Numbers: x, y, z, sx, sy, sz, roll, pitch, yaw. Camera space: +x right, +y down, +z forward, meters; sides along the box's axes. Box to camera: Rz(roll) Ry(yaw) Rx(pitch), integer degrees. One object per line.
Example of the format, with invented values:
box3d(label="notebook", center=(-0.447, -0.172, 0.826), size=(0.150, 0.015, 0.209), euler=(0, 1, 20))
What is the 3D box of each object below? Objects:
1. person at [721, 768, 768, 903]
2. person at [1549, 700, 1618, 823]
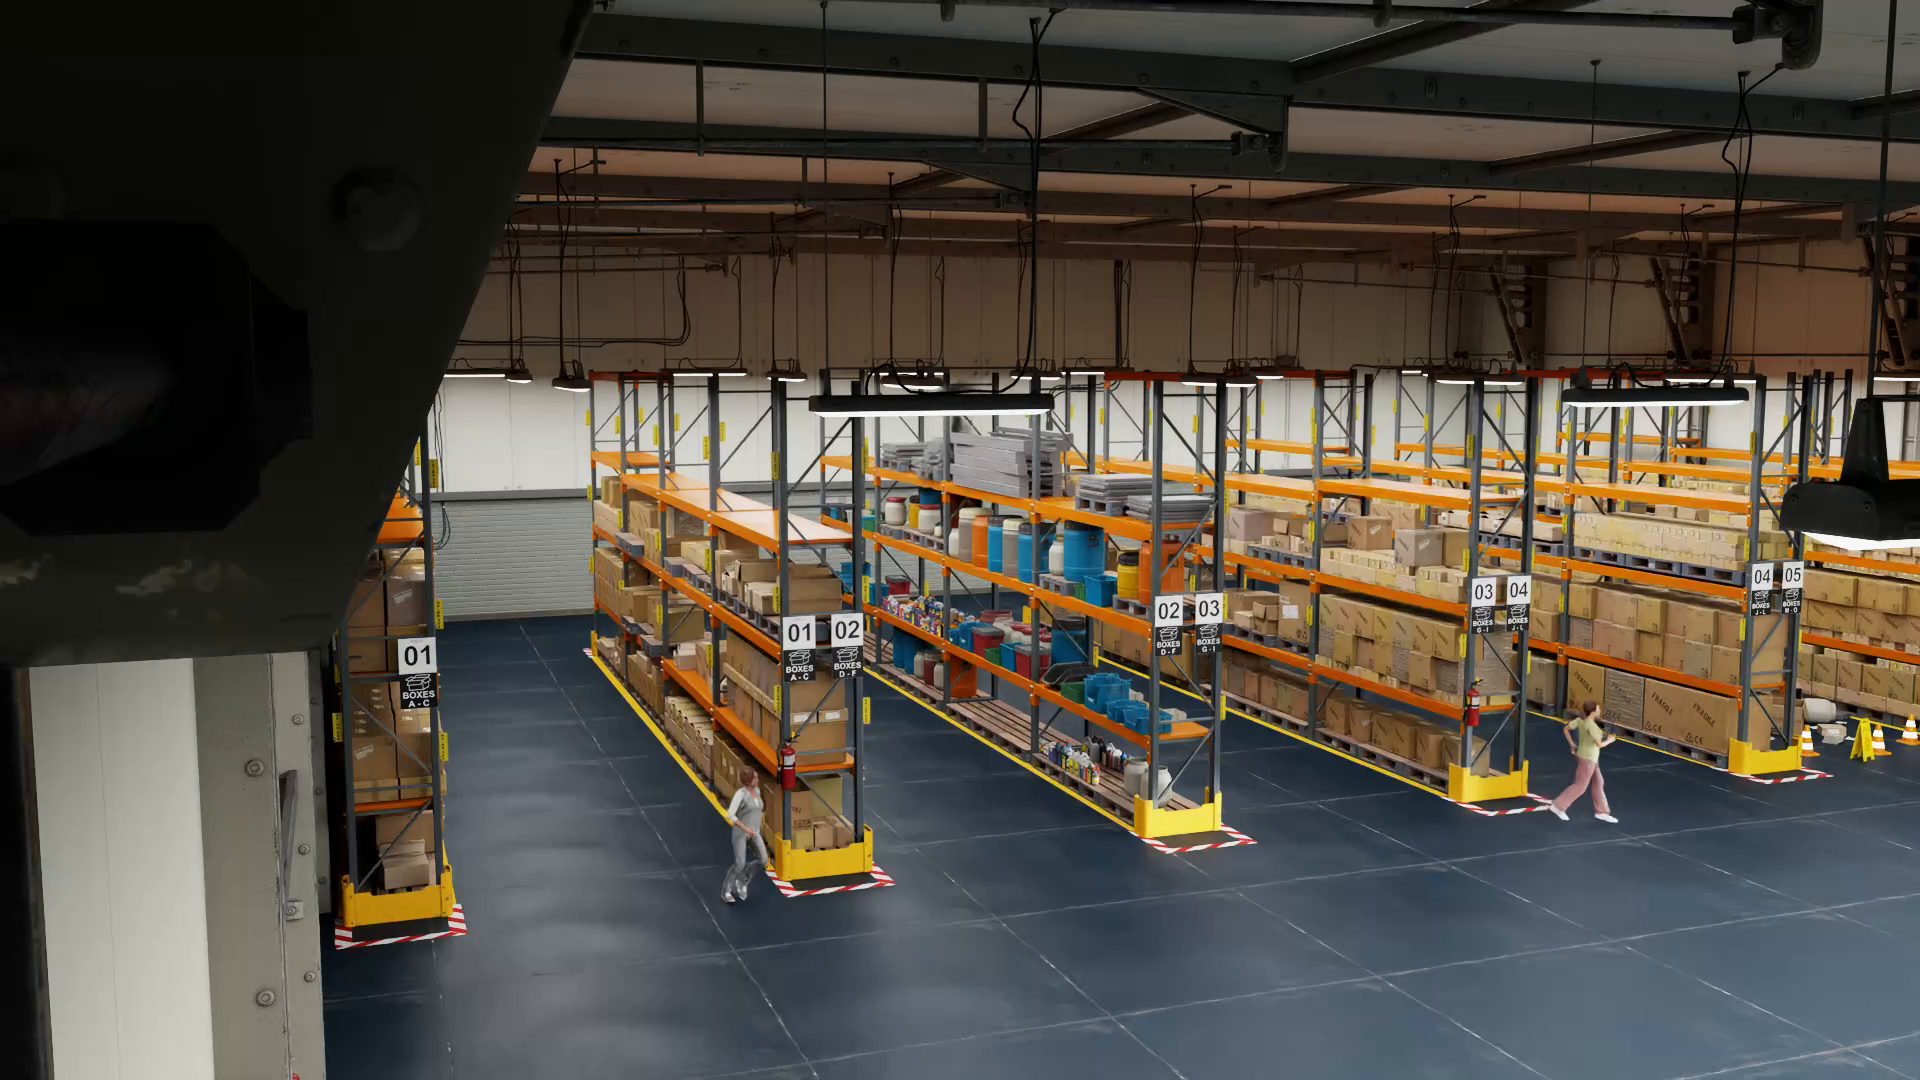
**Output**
box3d(label="person", center=(-2.451, 3.423, 19.285), size=(0.548, 1.521, 0.601), euler=(5, 8, 39))
box3d(label="person", center=(8.411, 2.981, 22.363), size=(0.948, 1.679, 0.562), euler=(0, 6, 2))
